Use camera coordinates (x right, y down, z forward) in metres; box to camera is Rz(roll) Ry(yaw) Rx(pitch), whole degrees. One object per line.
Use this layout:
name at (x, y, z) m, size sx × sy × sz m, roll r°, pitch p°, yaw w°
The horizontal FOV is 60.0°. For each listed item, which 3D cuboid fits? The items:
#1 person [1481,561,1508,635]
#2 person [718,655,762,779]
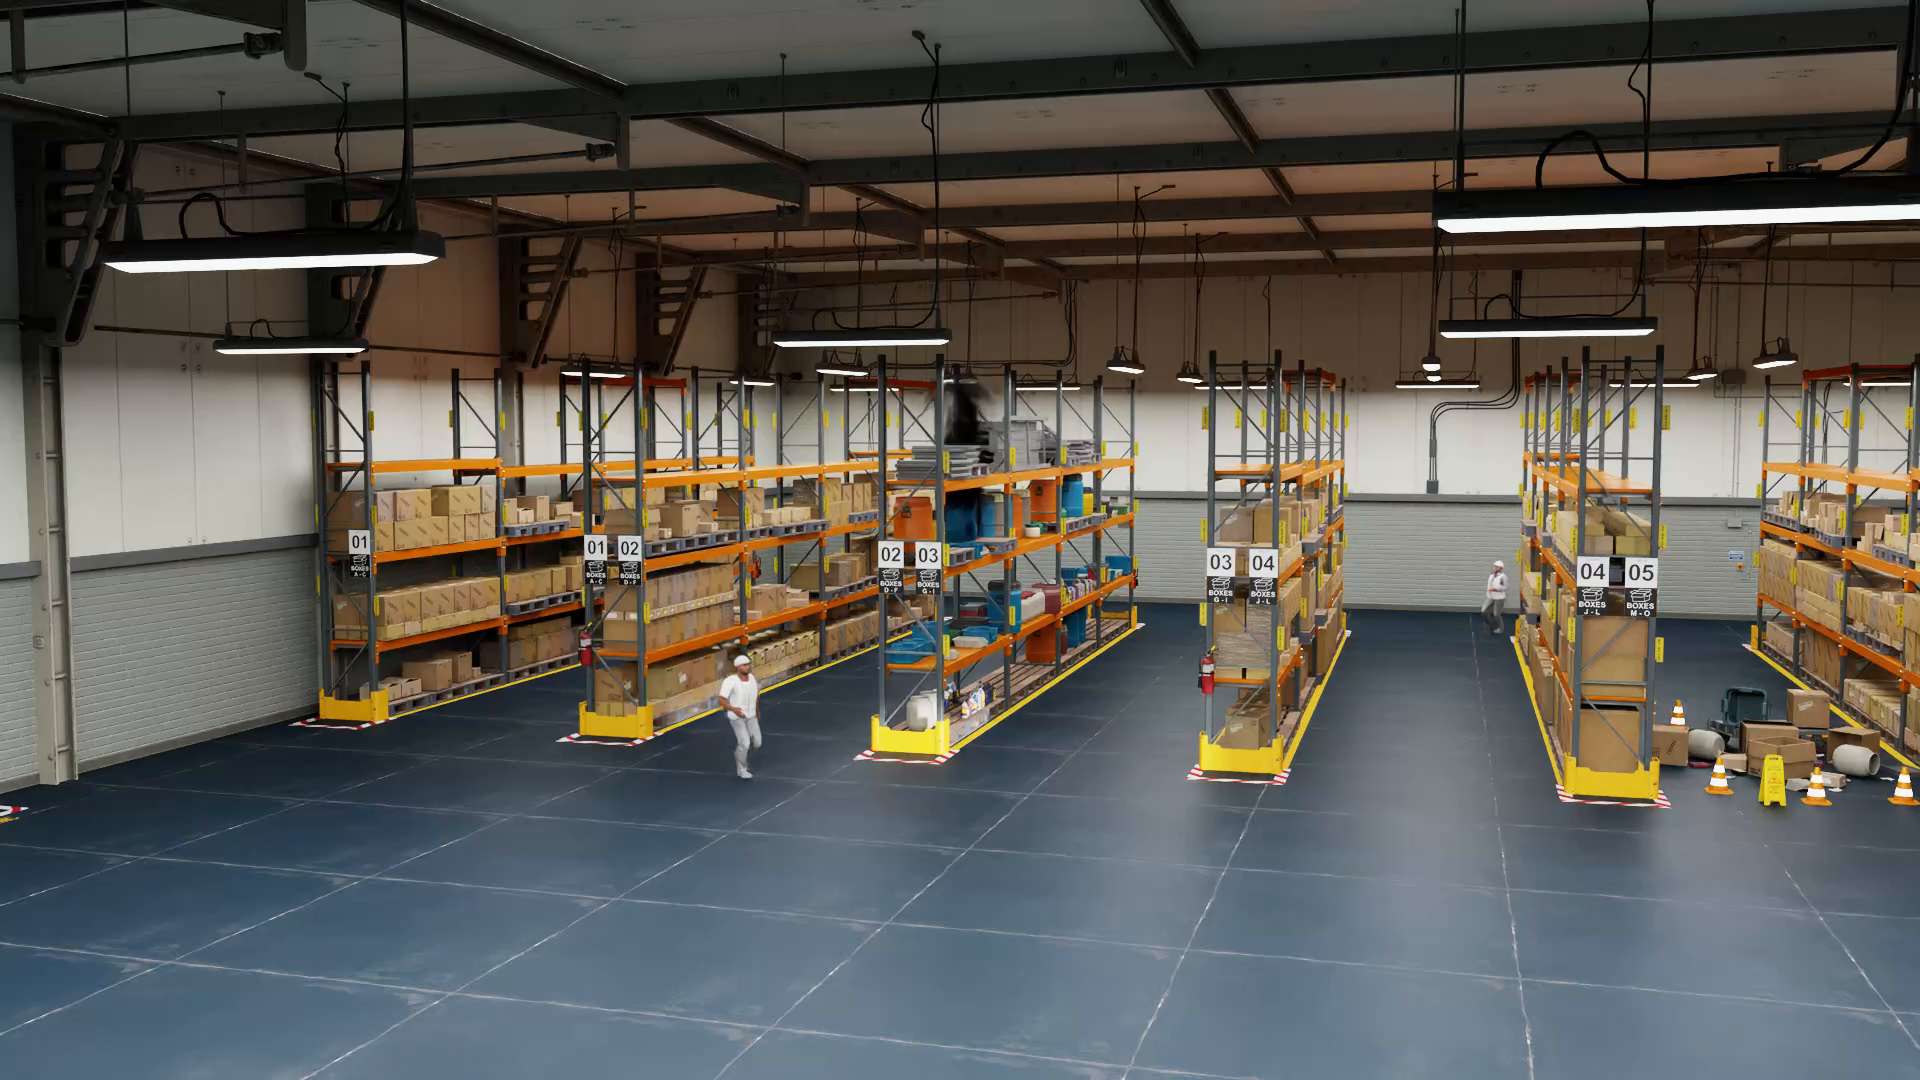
person at (12.547, 1.361, 38.930) m, size 0.706 × 1.770 × 0.634 m, roll -3°, pitch 5°, yaw -35°
person at (-3.053, 2.473, 23.299) m, size 0.705 × 1.725 × 0.543 m, roll -4°, pitch 6°, yaw -45°
